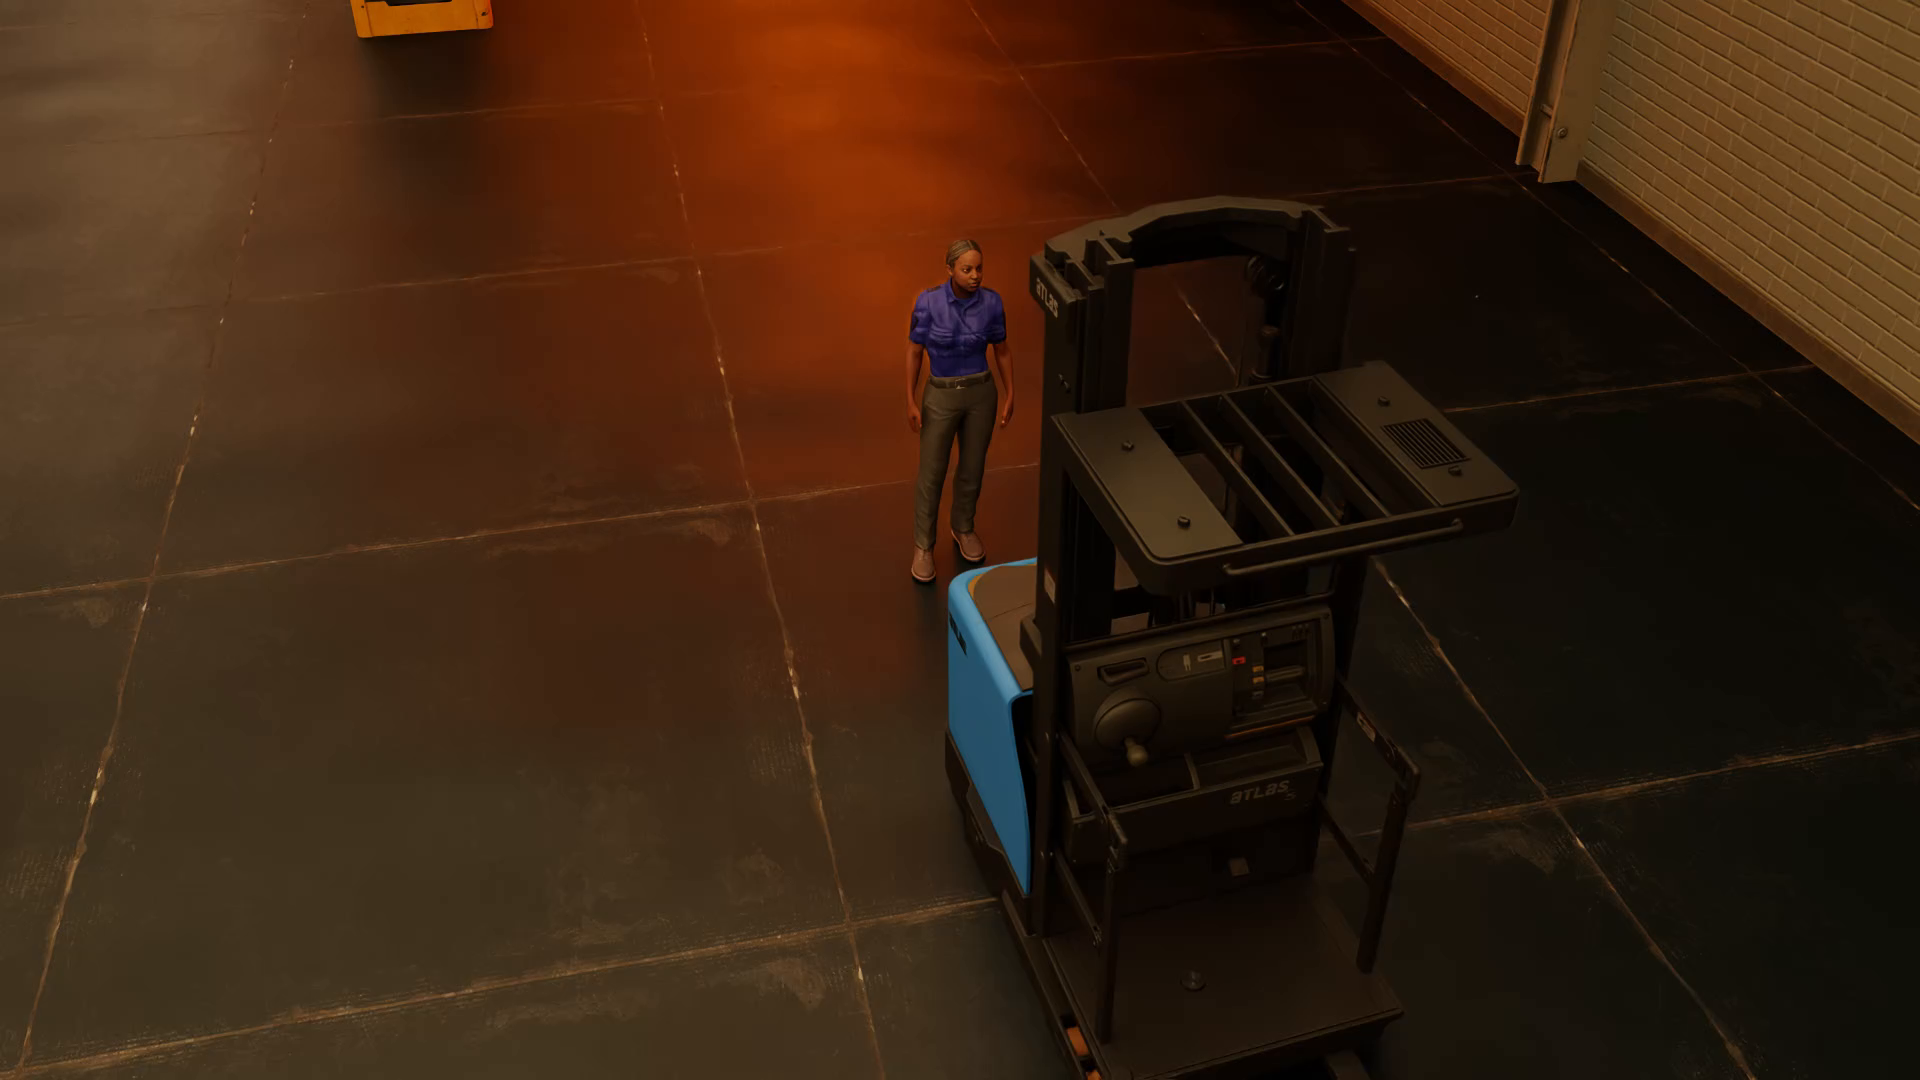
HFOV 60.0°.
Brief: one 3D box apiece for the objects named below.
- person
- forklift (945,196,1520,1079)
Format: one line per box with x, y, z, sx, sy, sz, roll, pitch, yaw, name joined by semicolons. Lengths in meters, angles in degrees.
0.000;-0.623;8.000;0.569;1.650;0.503;-8;36;-11;person
0.869;0.547;5.290;1.130;2.935;3.031;-11;37;-14;forklift
